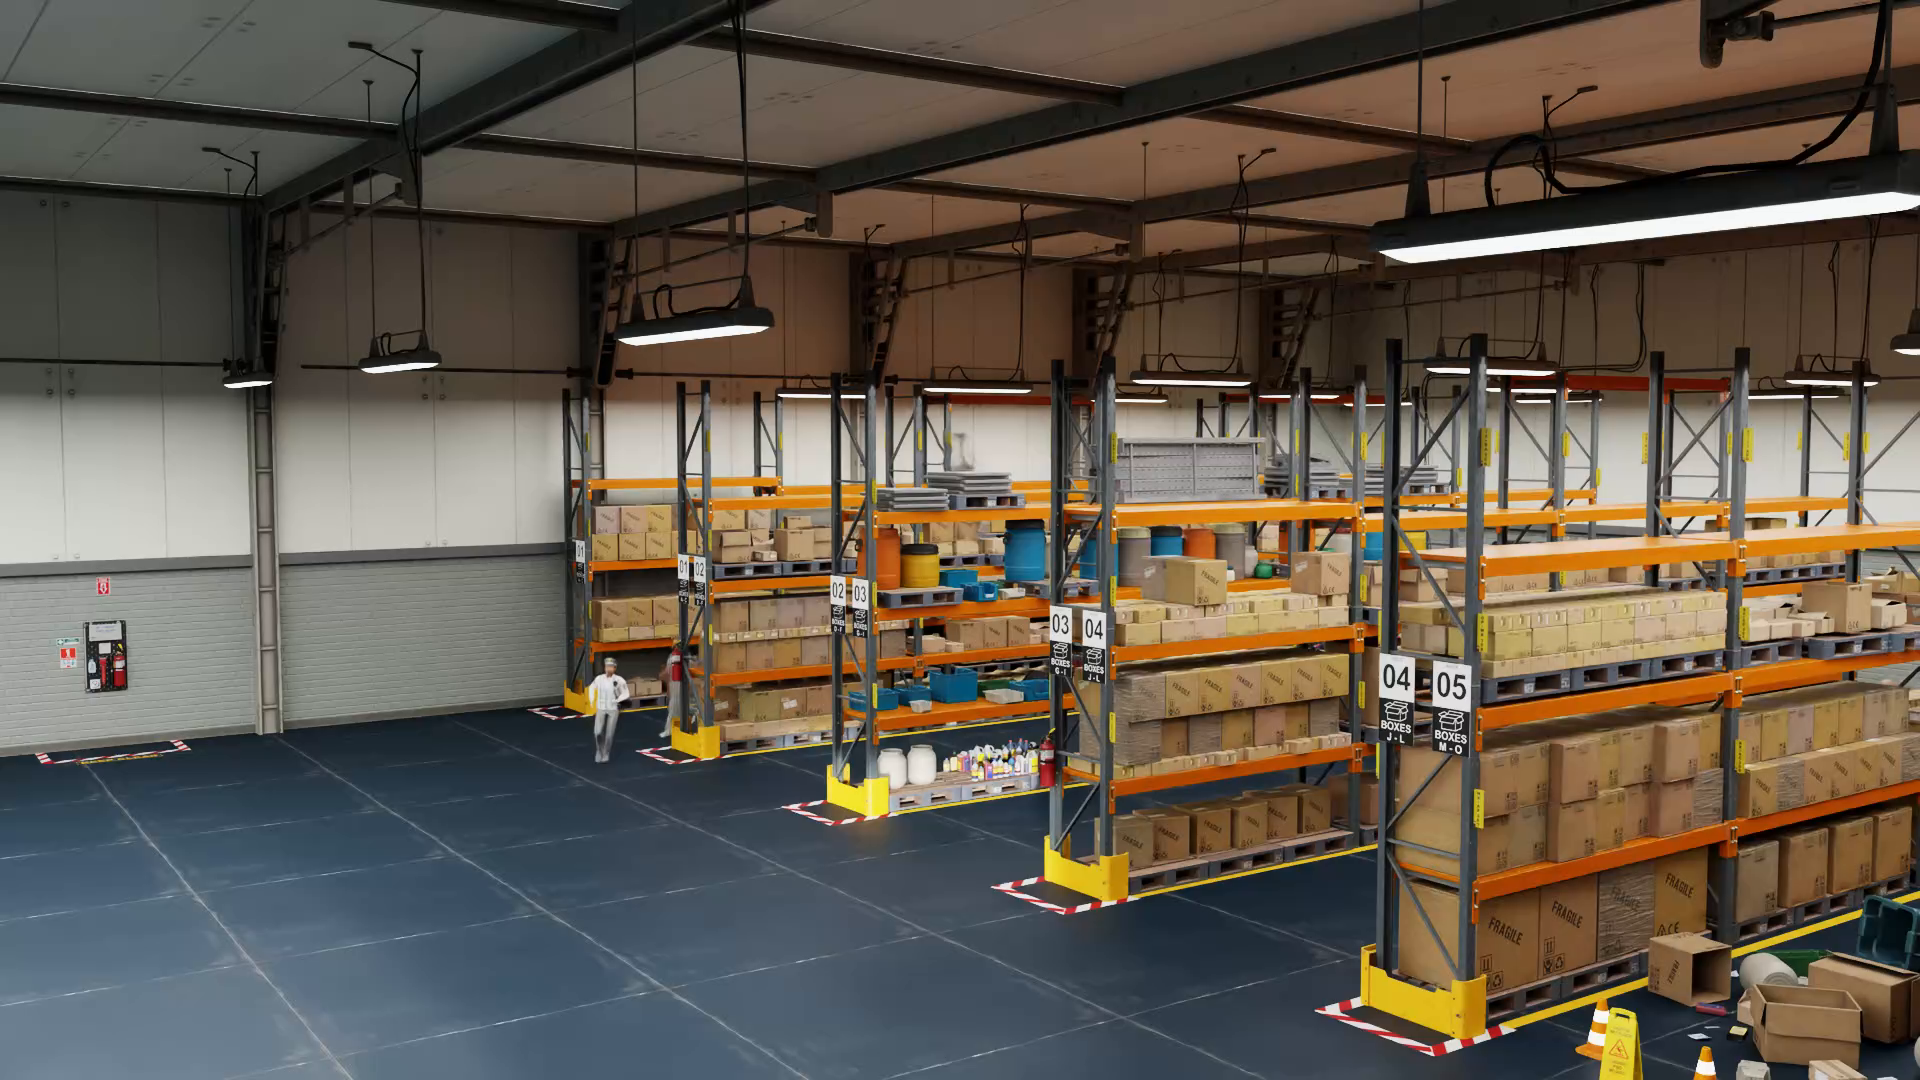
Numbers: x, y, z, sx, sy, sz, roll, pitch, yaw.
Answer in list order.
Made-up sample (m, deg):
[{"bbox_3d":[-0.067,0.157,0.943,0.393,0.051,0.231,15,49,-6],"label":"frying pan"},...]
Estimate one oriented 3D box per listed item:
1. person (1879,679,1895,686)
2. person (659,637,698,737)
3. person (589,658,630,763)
[{"bbox_3d":[12.728,2.819,22.764,0.913,1.839,0.673,-2,4,-28],"label":"person"},{"bbox_3d":[-4.824,2.499,28.581,0.574,1.666,0.927,3,5,40],"label":"person"},{"bbox_3d":[-5.490,2.660,25.963,0.651,1.669,0.541,0,4,-2],"label":"person"}]
